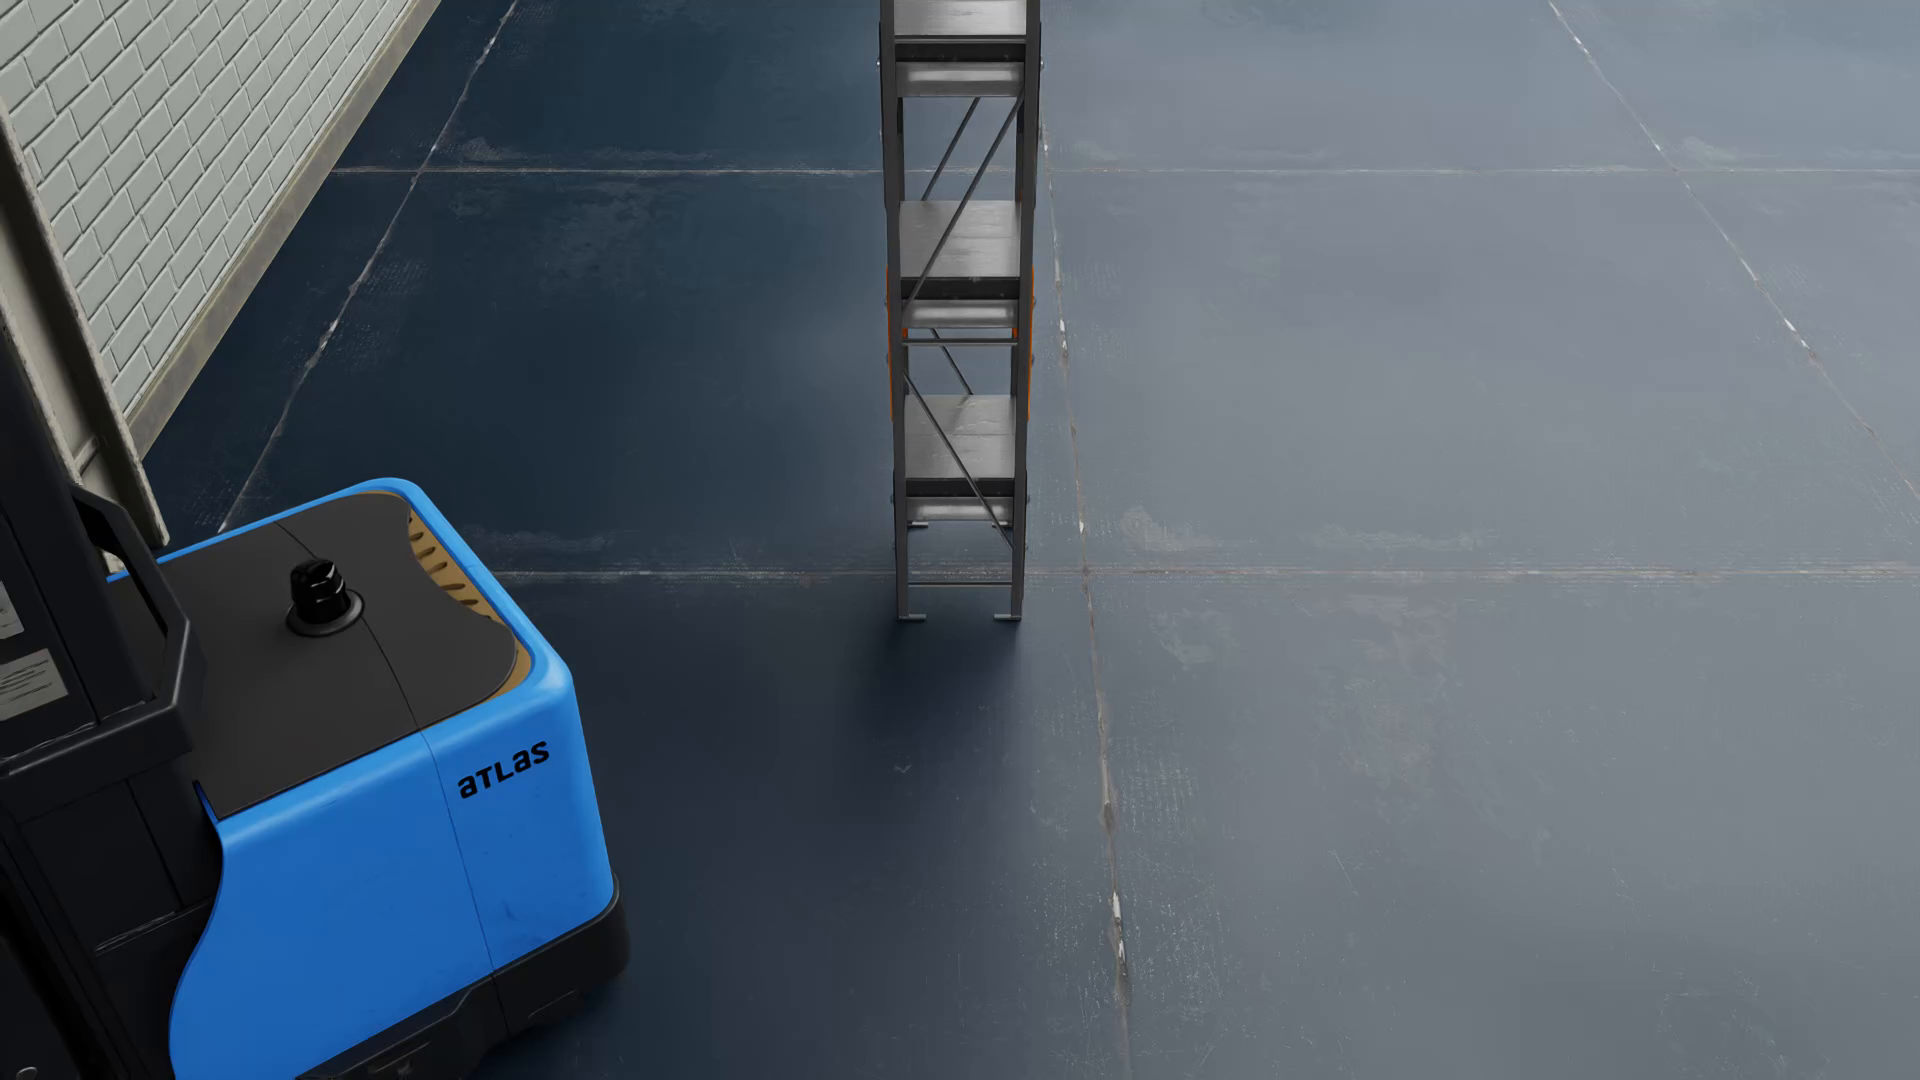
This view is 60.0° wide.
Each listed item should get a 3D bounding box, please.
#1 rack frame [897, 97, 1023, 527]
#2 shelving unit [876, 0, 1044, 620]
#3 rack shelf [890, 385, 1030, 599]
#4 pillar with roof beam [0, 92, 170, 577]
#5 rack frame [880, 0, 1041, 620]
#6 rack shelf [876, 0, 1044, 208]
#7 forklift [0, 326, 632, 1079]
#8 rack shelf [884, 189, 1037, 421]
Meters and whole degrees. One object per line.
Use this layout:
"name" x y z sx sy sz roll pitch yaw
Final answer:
"rack frame" 0.000 -0.868 5.155 0.400 2.100 0.015 0 39 0
"shelving unit" 0.000 -0.716 4.964 0.431 2.100 0.503 0 39 0
"rack shelf" 0.000 -0.159 5.410 0.431 0.518 0.480 0 39 0
"pillar with roof beam" 1.415 -3.402 2.800 9.100 9.000 0.400 0 39 0
"rack frame" 0.000 -0.563 4.774 0.400 2.100 0.015 0 39 0
"rack shelf" 0.000 -1.251 4.535 0.431 0.518 0.480 0 39 0
"forklift" -2.334 0.303 3.029 3.031 2.935 1.130 -25 45 -28
"rack shelf" 0.000 -0.705 4.973 0.431 0.518 0.480 0 39 0
